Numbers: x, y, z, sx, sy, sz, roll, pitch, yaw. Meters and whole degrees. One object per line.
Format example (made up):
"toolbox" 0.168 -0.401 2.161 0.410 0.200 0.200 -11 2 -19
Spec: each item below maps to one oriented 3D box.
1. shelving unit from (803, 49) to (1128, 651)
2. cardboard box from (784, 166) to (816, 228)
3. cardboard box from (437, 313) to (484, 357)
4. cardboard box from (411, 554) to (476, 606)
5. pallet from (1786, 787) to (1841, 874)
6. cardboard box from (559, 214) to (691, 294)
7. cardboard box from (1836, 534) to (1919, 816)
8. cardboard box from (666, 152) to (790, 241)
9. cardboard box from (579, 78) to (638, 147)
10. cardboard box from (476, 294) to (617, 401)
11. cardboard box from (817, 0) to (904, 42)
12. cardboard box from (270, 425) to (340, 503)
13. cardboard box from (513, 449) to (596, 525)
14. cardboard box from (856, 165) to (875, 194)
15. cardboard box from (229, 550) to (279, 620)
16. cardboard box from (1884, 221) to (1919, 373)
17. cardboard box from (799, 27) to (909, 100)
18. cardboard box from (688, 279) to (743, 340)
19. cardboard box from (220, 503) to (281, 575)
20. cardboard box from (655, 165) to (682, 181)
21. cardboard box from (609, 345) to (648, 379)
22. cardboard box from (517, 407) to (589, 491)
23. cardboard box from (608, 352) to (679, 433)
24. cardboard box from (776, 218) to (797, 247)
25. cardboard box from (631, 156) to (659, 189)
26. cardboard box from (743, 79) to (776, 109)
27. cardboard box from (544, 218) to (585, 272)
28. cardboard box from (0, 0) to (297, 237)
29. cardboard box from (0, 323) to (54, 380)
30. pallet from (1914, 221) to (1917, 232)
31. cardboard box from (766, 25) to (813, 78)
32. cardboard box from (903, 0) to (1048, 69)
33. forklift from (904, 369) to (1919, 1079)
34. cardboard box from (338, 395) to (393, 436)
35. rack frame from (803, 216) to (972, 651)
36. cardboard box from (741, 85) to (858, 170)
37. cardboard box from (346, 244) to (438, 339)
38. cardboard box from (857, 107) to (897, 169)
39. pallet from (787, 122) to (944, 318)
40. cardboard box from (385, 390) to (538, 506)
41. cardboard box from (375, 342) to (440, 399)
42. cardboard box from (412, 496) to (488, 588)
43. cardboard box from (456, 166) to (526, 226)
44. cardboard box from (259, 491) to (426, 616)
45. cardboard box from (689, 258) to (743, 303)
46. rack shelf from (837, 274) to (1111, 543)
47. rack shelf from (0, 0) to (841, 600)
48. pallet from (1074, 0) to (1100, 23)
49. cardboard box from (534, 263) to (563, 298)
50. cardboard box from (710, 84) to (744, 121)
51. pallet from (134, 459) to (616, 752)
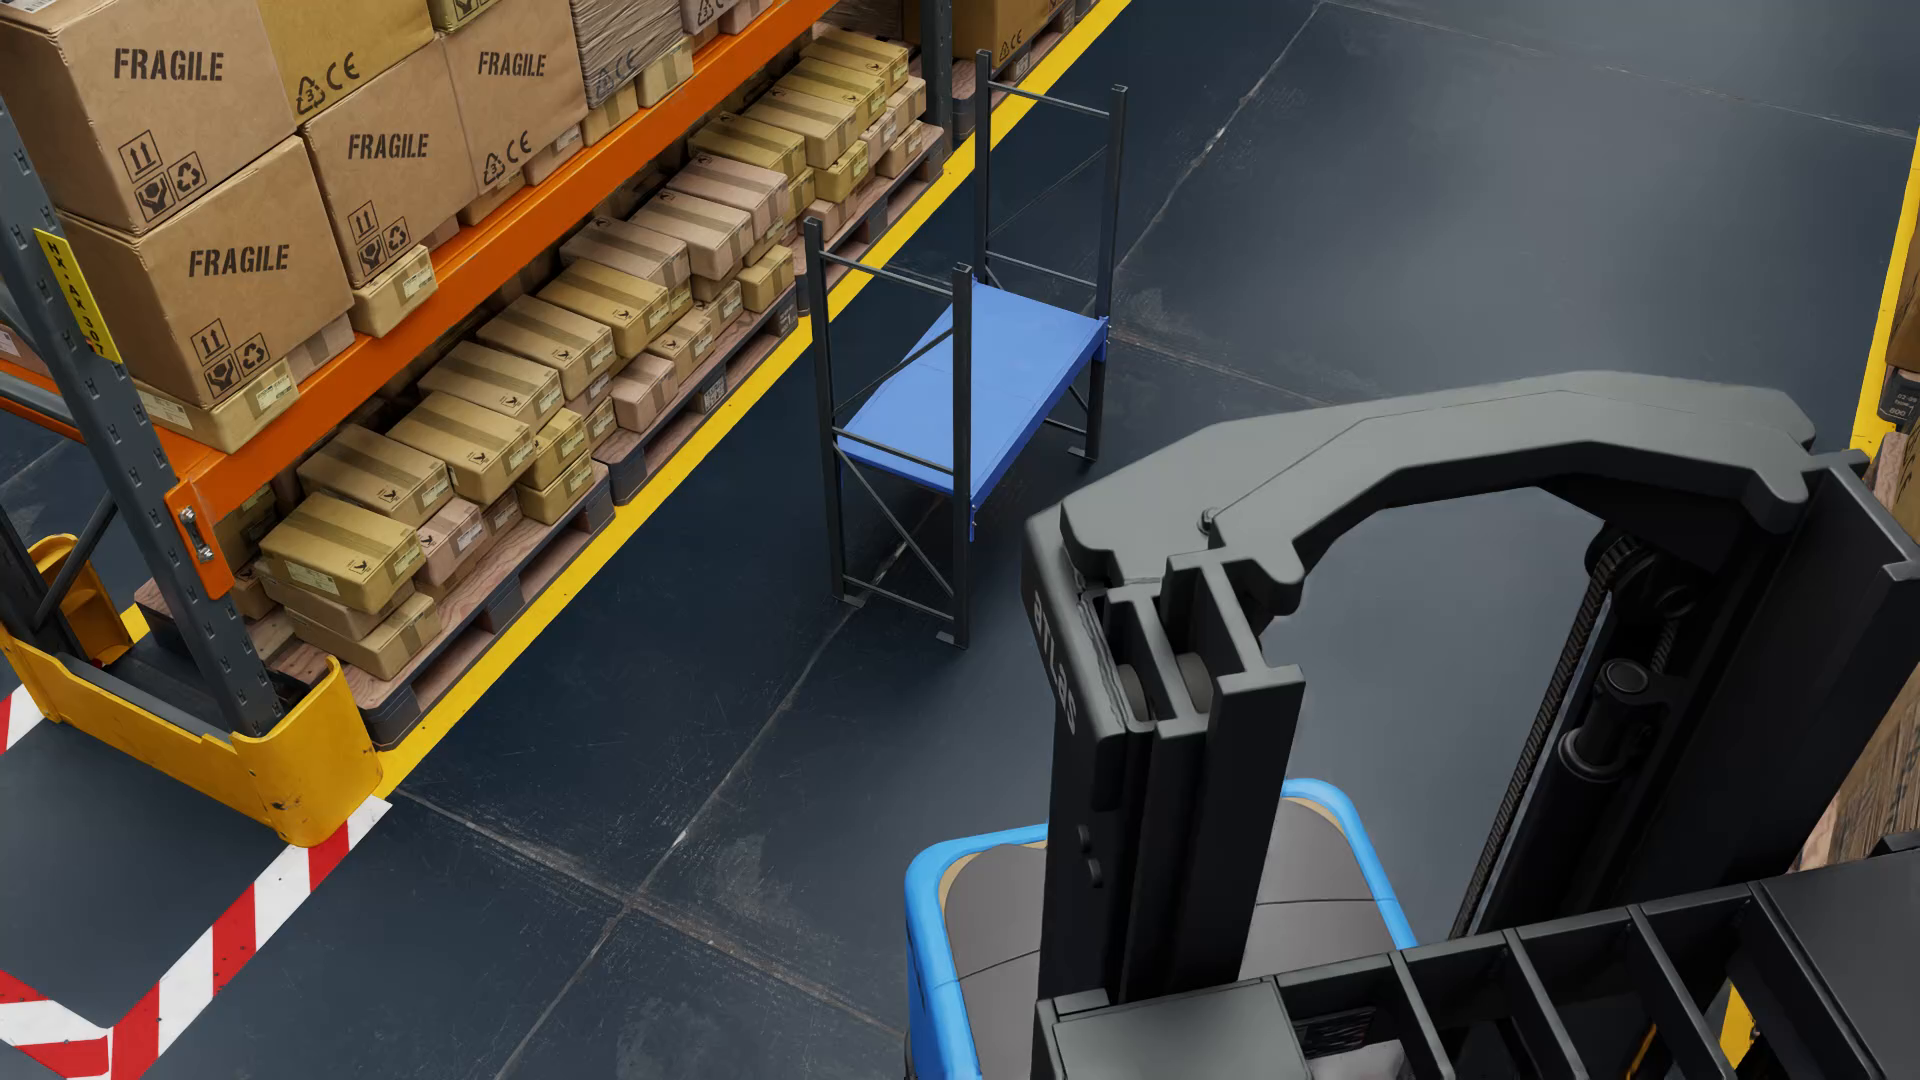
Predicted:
"shelving unit" 0.040 -0.581 5.270 0.538 1.500 1.048 20 49 19
"cardboard box" -0.793 -1.383 6.508 0.380 0.149 0.250 21 49 19
"cardboard box" -1.898 -0.726 5.859 0.380 0.149 0.250 21 49 20
"cardboard box" -1.783 0.047 5.303 0.380 0.149 0.250 20 49 19
"pallet" 2.857 0.995 4.618 1.003 0.211 1.213 20 49 19
"cardboard box" -1.189 -0.989 5.909 0.380 0.149 0.250 21 49 19
"cardboard box" 3.049 0.346 4.498 0.875 0.875 0.875 20 49 19
"cardboard box" -0.863 -1.283 6.200 0.380 0.149 0.250 18 48 17
"cardboard box" -1.239 -1.398 5.199 0.380 0.149 0.250 22 49 20
"cardboard box" -1.384 -0.648 5.573 0.380 0.149 0.250 22 49 21
"cardboard box" -0.382 -2.729 7.801 0.500 0.500 0.500 20 49 18
"cardboard box" -2.170 -0.302 5.230 0.380 0.149 0.250 21 49 20
"cardboard box" -1.458 -0.236 5.584 0.380 0.149 0.250 21 49 20
"cardboard box" -0.577 -1.561 6.893 0.380 0.149 0.250 22 49 20
"cardboard box" -2.299 0.063 5.288 0.380 0.149 0.250 21 49 20
"cardboard box" 4.124 -1.020 5.848 1.225 0.875 0.875 21 49 19
"cardboard box" -0.437 -1.955 6.864 0.380 0.149 0.250 22 49 20
"cardboard box" -1.043 -0.903 6.242 0.380 0.149 0.250 21 49 20
"cardboard box" -2.367 -0.068 5.208 0.380 0.149 0.250 19 48 18
"cardboard box" -1.201 -1.515 6.638 0.380 0.149 0.250 18 48 17
"cardboard box" -1.332 -0.732 5.865 0.380 0.149 0.250 23 50 21
"cardboard box" -1.461 -0.349 5.486 0.380 0.149 0.250 22 49 20
"cardboard box" -1.232 -0.557 5.900 0.380 0.149 0.250 18 48 17
"cardboard box" -0.872 -1.247 6.583 0.380 0.149 0.250 19 48 18
"cardboard box" -1.391 -1.482 6.397 0.380 0.149 0.250 21 49 20
"cardboard box" -0.992 -1.849 6.969 0.380 0.149 0.250 21 49 19
"cardboard box" -1.594 -1.141 6.059 0.380 0.149 0.250 21 49 19
"cardboard box" -1.915 -1.077 3.723 0.500 0.500 0.500 20 49 19
"cardboard box" -2.458 -0.601 4.412 0.380 0.149 0.250 21 49 19
"pallet" 4.701 -1.512 7.096 1.003 0.211 1.213 20 49 19
"cardboard box" -0.845 -2.117 7.024 0.380 0.149 0.250 22 49 21
"cardboard box" 0.076 -2.558 7.631 0.500 0.500 0.500 22 49 21
"forklift" 0.672 1.344 2.361 1.130 2.935 3.031 -9 46 -8
"cardboard box" -2.127 -0.396 5.532 0.380 0.149 0.250 19 48 17
"rack frame" -0.196 -0.261 4.953 0.500 1.500 0.032 20 49 19
"cardboard box" -0.629 -1.622 6.535 0.380 0.149 0.250 20 49 19
"cardboard box" -1.664 -0.724 4.533 0.380 0.149 0.250 19 48 18
"cardboard box" -0.481 -1.683 6.804 0.380 0.149 0.250 18 48 17
"pallet" -0.783 -1.496 7.080 1.003 0.211 1.213 20 49 19
"cardboard box" -1.563 -0.293 5.222 0.380 0.149 0.250 20 49 19
"cardboard box" -1.986 -0.649 5.574 0.380 0.149 0.250 19 48 18
"cardboard box" -1.711 -0.040 5.181 0.380 0.149 0.250 20 49 19
"cardboard box" -1.518 -1.096 4.900 0.380 0.149 0.250 20 49 19
"cardboard box" -1.815 0.037 4.896 0.380 0.149 0.250 18 48 17
"cardboard box" -1.037 -1.054 6.182 0.380 0.149 0.250 18 48 17
"rack shelf" 0.040 -0.455 5.398 0.538 0.185 1.000 20 49 19
"rack shelf" -1.430 -1.398 5.528 1.077 0.370 4.000 20 49 19
"pallet" 0.423 -3.193 8.757 1.003 0.211 1.213 20 49 19
"cardboard box" -1.659 -1.064 6.193 0.380 0.149 0.250 21 49 19
"cardboard box" -1.100 -1.787 6.698 0.380 0.149 0.250 20 49 19
"pallet" -1.915 0.041 5.561 1.003 0.211 1.213 20 49 19
